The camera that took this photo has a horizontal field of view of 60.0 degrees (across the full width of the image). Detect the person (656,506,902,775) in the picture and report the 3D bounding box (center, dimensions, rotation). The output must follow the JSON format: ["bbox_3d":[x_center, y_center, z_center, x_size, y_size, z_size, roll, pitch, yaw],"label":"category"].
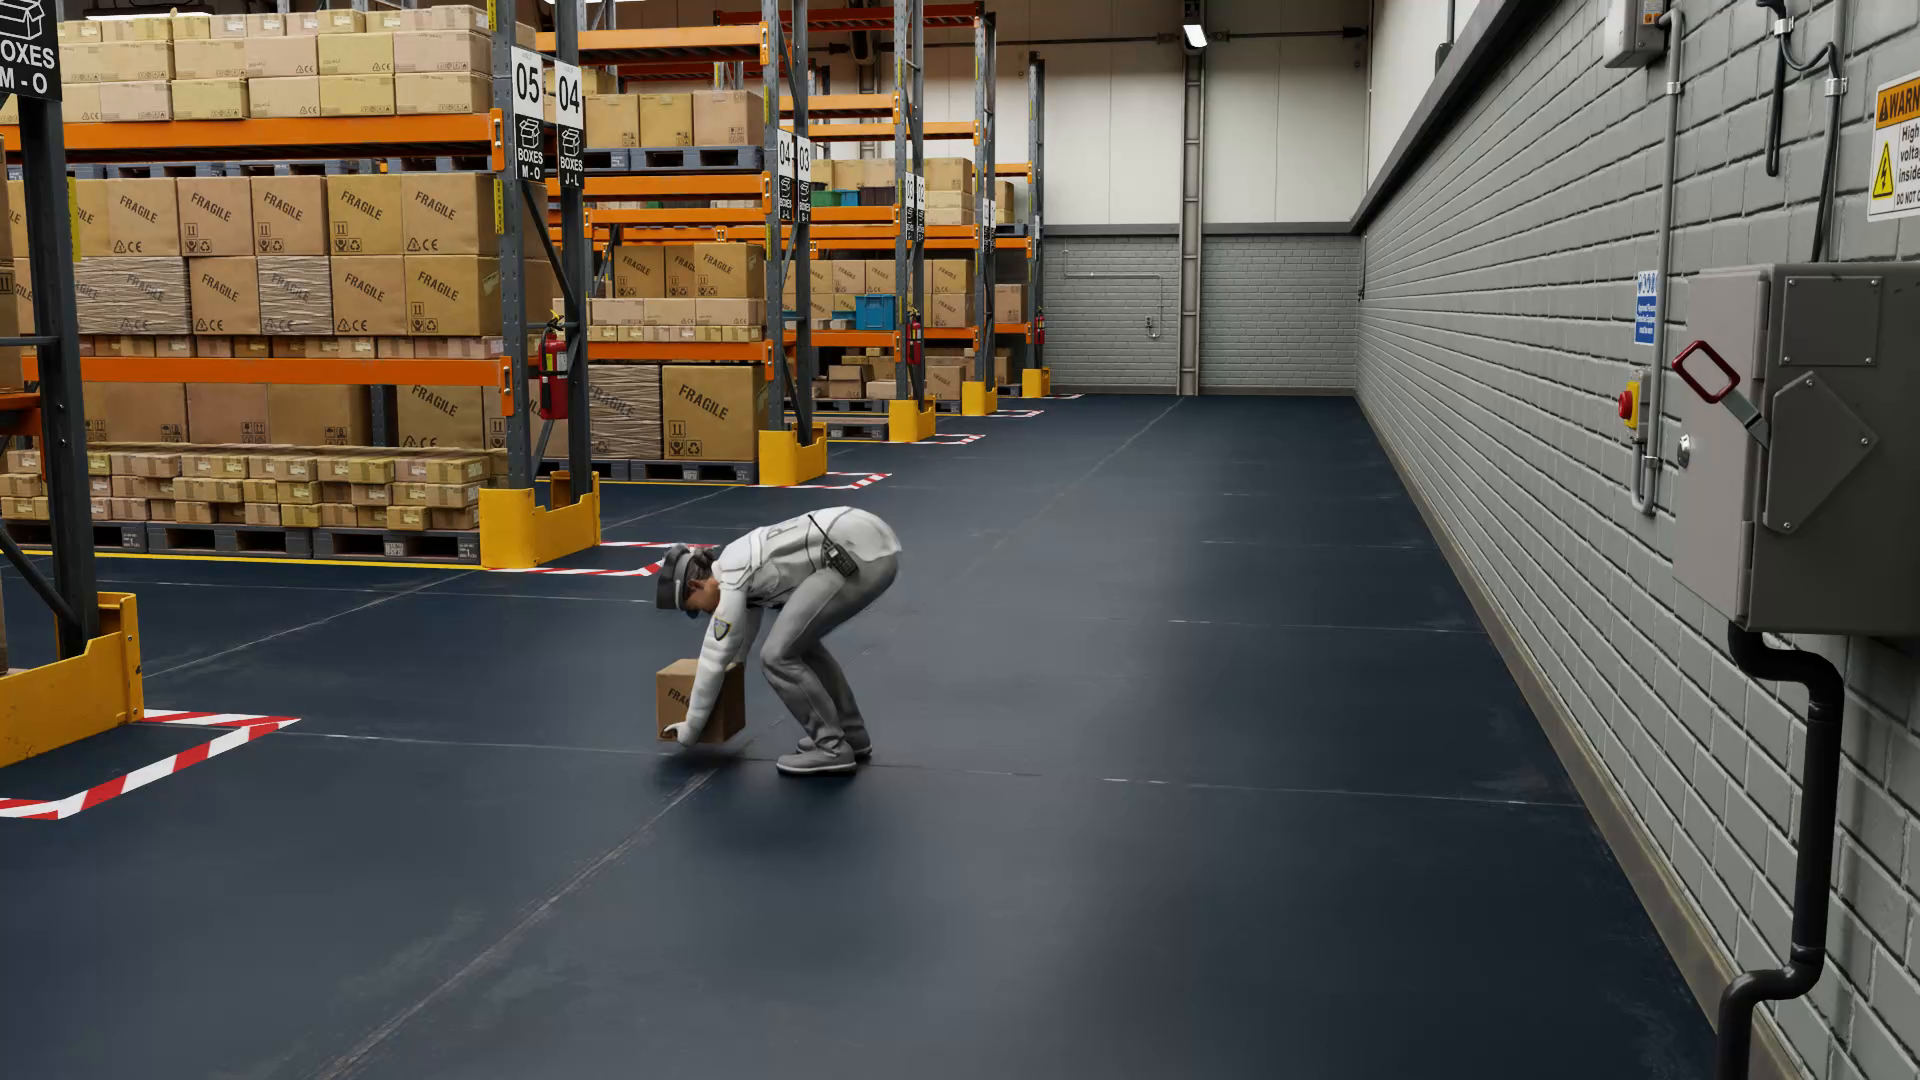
[{"bbox_3d":[-0.652,0.346,5.983,0.885,0.933,0.452,1,8,8],"label":"person"}]
